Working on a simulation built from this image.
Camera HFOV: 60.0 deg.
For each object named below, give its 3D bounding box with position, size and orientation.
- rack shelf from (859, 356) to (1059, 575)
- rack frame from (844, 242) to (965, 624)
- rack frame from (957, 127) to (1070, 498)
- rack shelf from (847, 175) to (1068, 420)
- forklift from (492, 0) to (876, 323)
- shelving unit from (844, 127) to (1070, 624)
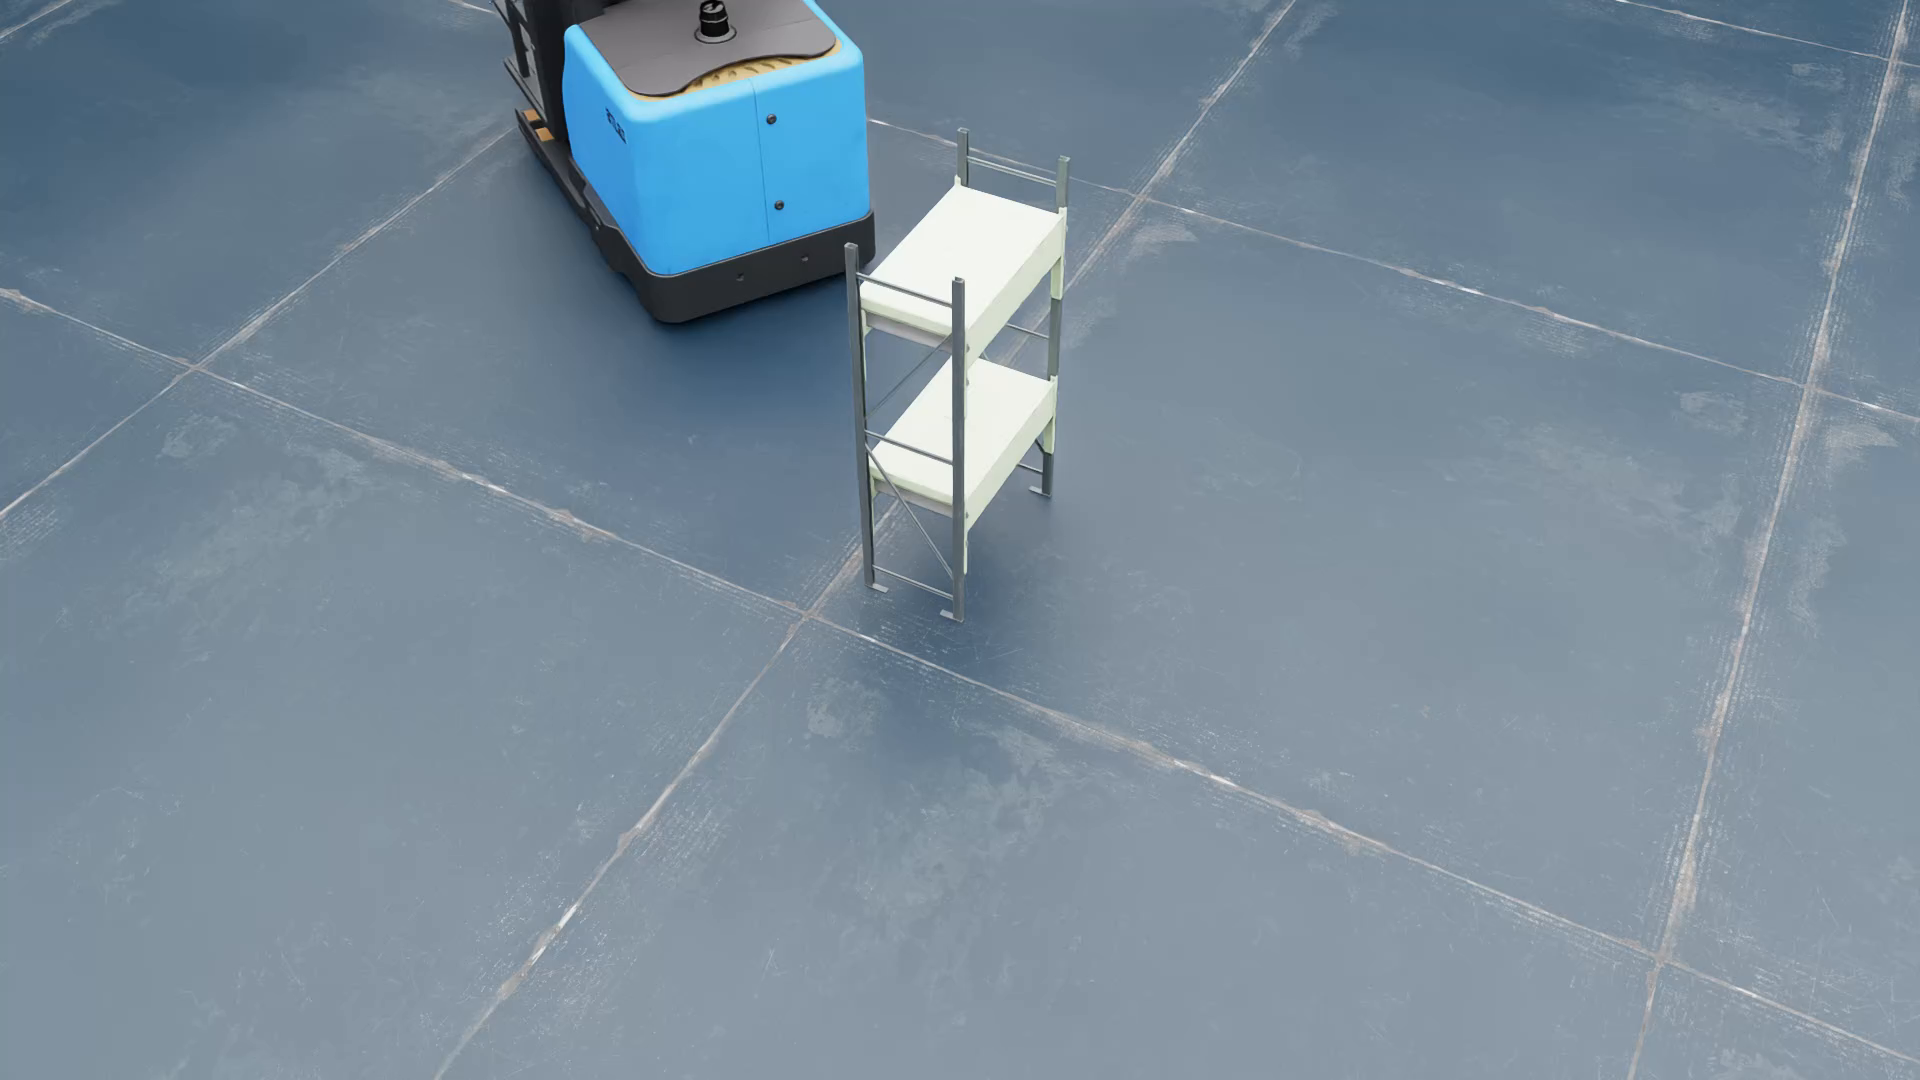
[{"bbox_3d":[0.003,-0.302,5.953,0.431,0.370,0.720,20,49,19],"label":"rack shelf"},{"bbox_3d":[-0.167,-0.301,5.493,0.400,1.500,0.023,20,49,19],"label":"rack frame"},{"bbox_3d":[0.173,-0.762,5.949,0.400,1.500,0.023,20,49,19],"label":"rack frame"},{"bbox_3d":[0.003,-0.806,5.443,0.431,0.370,0.720,20,49,19],"label":"rack shelf"},{"bbox_3d":[-1.515,-2.999,7.153,1.130,2.935,3.031,-21,49,-19],"label":"forklift"},{"bbox_3d":[0.003,-0.531,5.721,0.431,1.500,0.755,20,49,19],"label":"shelving unit"}]
